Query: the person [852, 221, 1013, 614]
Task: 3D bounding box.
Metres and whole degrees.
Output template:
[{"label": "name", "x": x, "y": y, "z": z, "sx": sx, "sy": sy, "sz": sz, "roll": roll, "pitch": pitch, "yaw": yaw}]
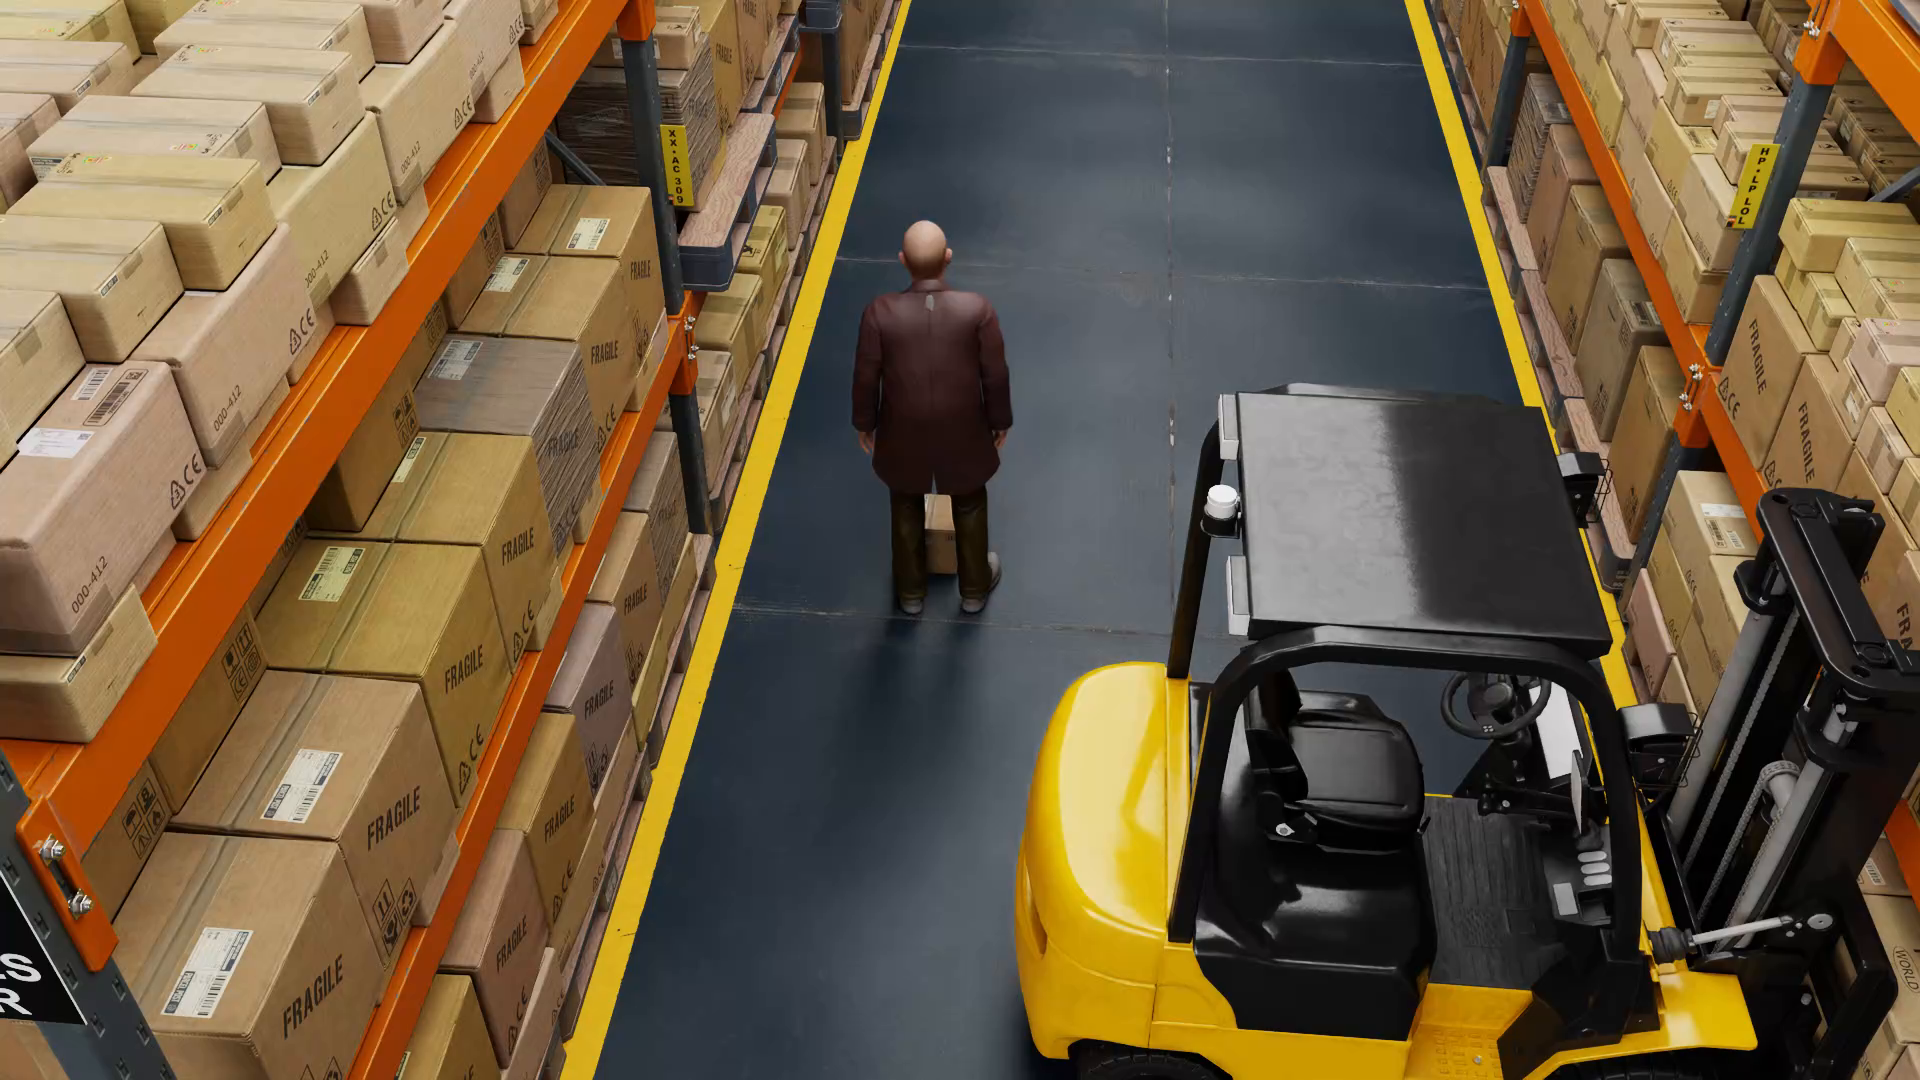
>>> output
[{"label": "person", "x": -0.111, "y": -0.459, "z": 6.724, "sx": 0.654, "sy": 1.774, "sz": 0.419, "roll": 0, "pitch": 40, "yaw": 0}]
